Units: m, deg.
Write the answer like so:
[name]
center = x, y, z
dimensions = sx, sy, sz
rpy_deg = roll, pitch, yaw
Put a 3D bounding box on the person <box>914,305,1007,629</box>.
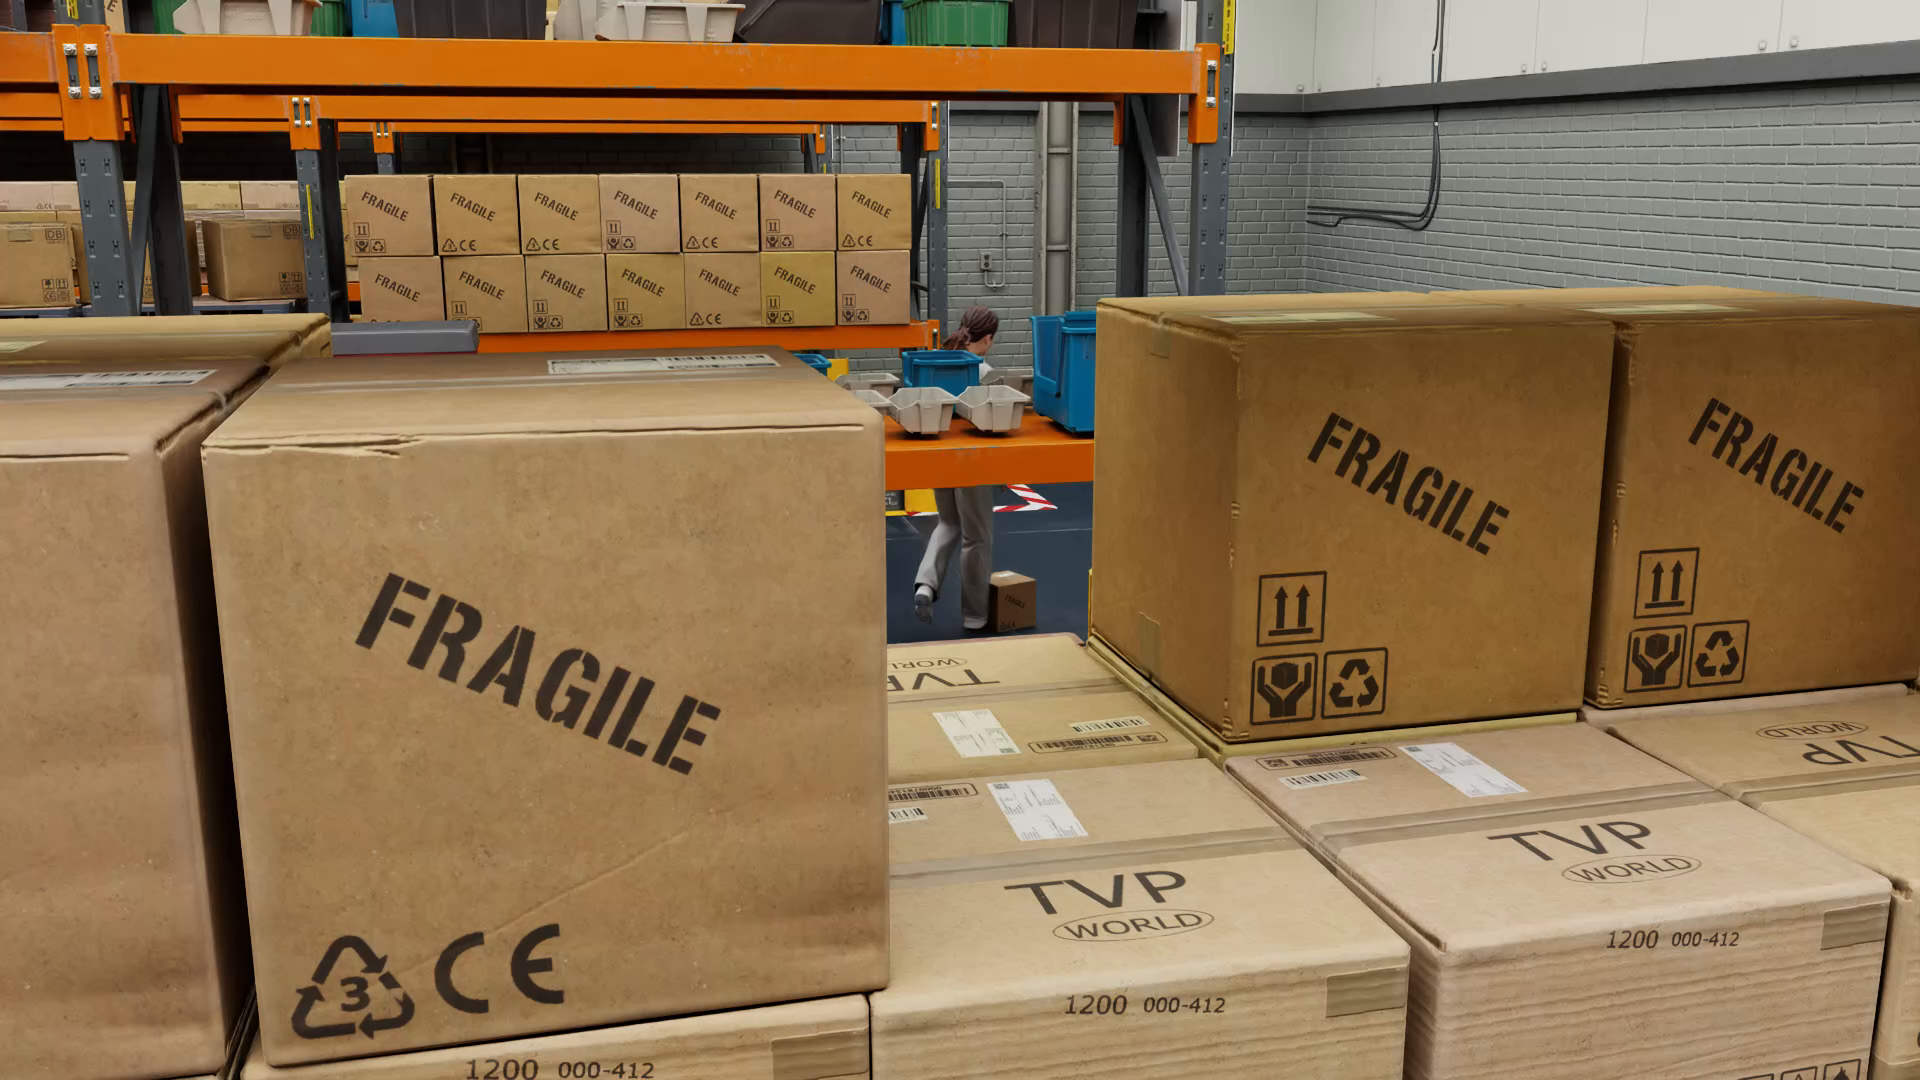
[person]
center = 0.020, -0.358, 8.483
dimensions = 0.472, 1.663, 0.571
rpy_deg = 11, 17, 40
